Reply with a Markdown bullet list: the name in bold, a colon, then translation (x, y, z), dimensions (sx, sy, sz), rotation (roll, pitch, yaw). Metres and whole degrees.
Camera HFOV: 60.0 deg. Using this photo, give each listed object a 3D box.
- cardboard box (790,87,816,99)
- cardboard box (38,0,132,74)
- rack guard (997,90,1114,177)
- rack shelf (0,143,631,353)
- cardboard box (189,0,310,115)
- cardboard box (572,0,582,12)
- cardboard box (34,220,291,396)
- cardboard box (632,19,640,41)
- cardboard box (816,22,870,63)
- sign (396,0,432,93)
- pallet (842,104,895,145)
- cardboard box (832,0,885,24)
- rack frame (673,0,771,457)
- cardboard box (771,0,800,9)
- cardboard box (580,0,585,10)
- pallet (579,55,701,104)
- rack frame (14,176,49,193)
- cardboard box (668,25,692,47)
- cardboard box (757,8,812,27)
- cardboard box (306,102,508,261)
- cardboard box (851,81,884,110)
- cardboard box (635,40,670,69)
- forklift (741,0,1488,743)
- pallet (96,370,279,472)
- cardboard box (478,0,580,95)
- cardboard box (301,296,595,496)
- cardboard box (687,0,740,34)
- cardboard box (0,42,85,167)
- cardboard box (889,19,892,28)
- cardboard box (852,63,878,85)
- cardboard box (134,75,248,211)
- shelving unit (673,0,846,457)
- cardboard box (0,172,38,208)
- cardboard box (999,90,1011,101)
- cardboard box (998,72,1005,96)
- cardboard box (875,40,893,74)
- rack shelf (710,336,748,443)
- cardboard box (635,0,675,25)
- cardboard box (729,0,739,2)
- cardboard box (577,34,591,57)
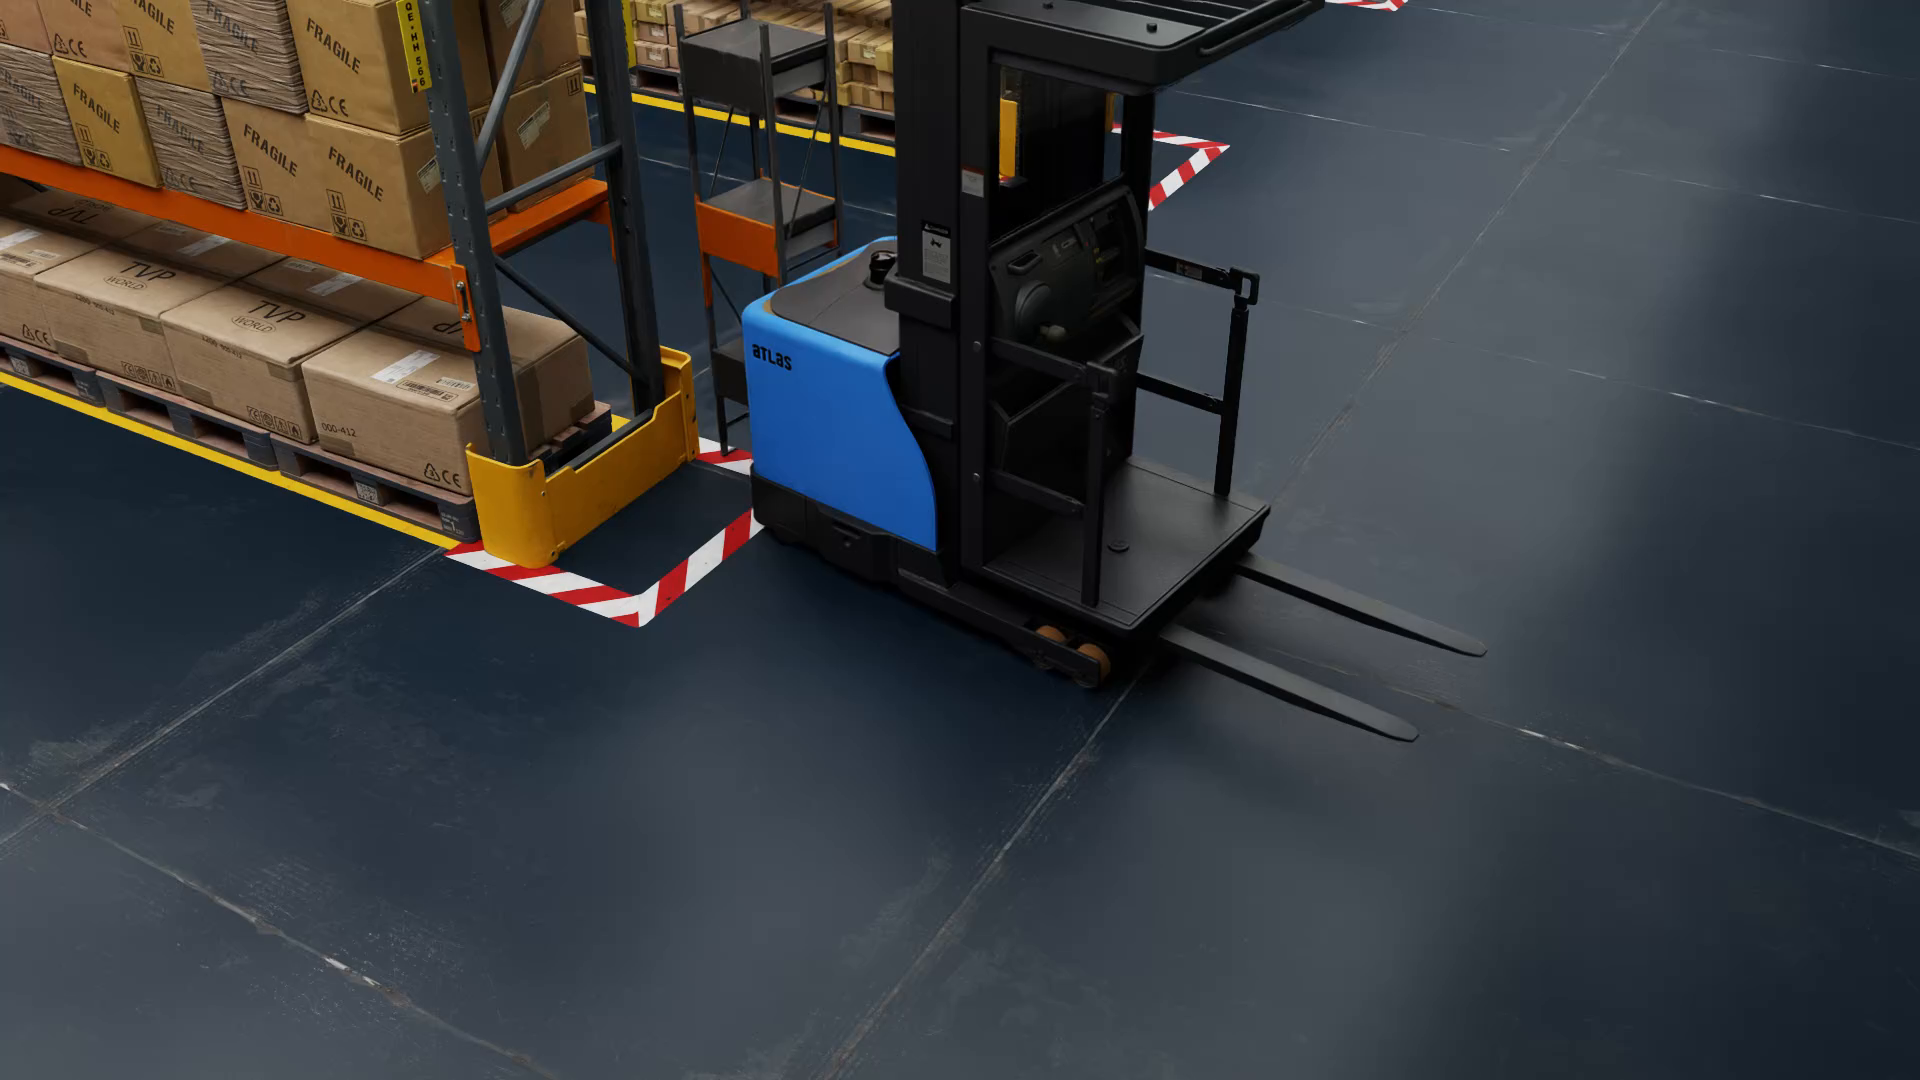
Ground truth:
- **cardboard box**: translation (-1.018, -3.211, 11.559), dimensions (0.250, 0.149, 0.380), rotation (18, 38, 25)
- **cardboard box**: translation (-3.534, -2.328, 7.048), dimensions (0.500, 0.500, 0.500), rotation (17, 37, 24)
- **rack guard**: translation (0.637, -2.836, 11.058), dimensions (0.348, 0.500, 1.175), rotation (18, 37, 24)
- **rack shelf**: translation (-3.402, -1.697, 7.741), dimensions (4.000, 0.370, 1.077), rotation (18, 37, 24)
- **cardboard box**: translation (-2.670, -2.051, 6.632), dimensions (0.500, 0.500, 0.500), rotation (18, 38, 25)
- **cardboard box**: translation (-3.280, -4.421, 13.059), dimensions (0.500, 0.500, 0.500), rotation (19, 38, 26)
- **cardboard box**: translation (-3.869, -1.184, 8.255), dimensions (0.875, 0.438, 0.875), rotation (16, 37, 23)
- **cardboard box**: translation (-2.350, -3.788, 12.157), dimensions (0.250, 0.149, 0.380), rotation (18, 38, 25)
- **cardboard box**: translation (-0.814, -3.371, 11.262), dimensions (0.250, 0.149, 0.380), rotation (19, 38, 26)
- **sign**: translation (-1.947, -1.769, 5.942), dimensions (0.005, 0.325, 0.100), rotation (18, 37, 24)
- **pallet**: translation (-0.051, -2.957, 11.500), dimensions (1.213, 0.211, 1.003), rotation (18, 37, 24)
- **cardboard box**: translation (-0.736, -3.752, 11.834), dimensions (0.250, 0.149, 0.380), rotation (18, 38, 25)
- **rack frame**: translation (-1.011, -1.361, 7.399), dimensions (0.015, 2.100, 0.400), rotation (23, 40, 32)
- **cardboard box**: translation (-1.163, -3.896, 12.051), dimensions (0.250, 0.149, 0.380), rotation (16, 37, 23)
- **cardboard box**: translation (-2.573, -3.997, 12.203), dimensions (0.250, 0.149, 0.380), rotation (19, 38, 26)
- **pallet**: translation (-2.169, -3.628, 12.507), dimensions (1.213, 0.211, 1.003), rotation (18, 37, 24)
- **rack frame**: translation (-5.138, -2.546, 8.367), dimensions (0.127, 3.000, 1.000), rotation (18, 37, 24)
- **cardboard box**: translation (-1.887, -3.663, 11.969), dimensions (0.250, 0.149, 0.380), rotation (16, 37, 22)
- **cardboard box**: translation (-1.229, -3.555, 11.539), dimensions (0.250, 0.149, 0.380), rotation (18, 38, 25)
- **cardboard box**: translation (-2.215, -1.493, 6.696), dimensions (0.500, 0.500, 0.500), rotation (18, 38, 25)
- **cardboard box**: translation (-0.538, -3.086, 11.372), dimensions (0.250, 0.149, 0.380), rotation (18, 38, 25)
- **cardboard box**: translation (-2.140, -3.573, 12.102), dimensions (0.250, 0.149, 0.380), rotation (17, 37, 24)
- **forklift**: translation (0.575, -0.987, 6.087), dimensions (3.031, 2.935, 1.130), rotation (23, 40, 30)
- **pallet**: translation (-3.453, -0.804, 8.267), dimensions (1.213, 0.211, 1.003), rotation (18, 37, 24)
- **cardboard box**: translation (-1.941, -2.173, 6.815), dimensions (0.500, 0.500, 0.500), rotation (17, 37, 23)
- **cardboard box**: translation (-2.288, -0.688, 7.509), dimensions (0.875, 0.438, 0.875), rotation (16, 37, 23)
- **cardboard box**: translation (-1.701, -3.677, 11.722), dimensions (0.250, 0.149, 0.380), rotation (18, 38, 25)
- **cardboard box**: translation (-3.997, -2.052, 7.536), dimensions (0.500, 0.500, 0.500), rotation (18, 38, 25)
- **cardboard box**: translation (-0.294, -3.577, 11.571), dimensions (0.250, 0.149, 0.380), rotation (16, 37, 22)
- **cardboard box**: translation (-0.531, -3.241, 11.336), dimensions (0.250, 0.149, 0.380), rotation (17, 37, 24)
- **cardboard box**: translation (-3.095, -1.775, 7.119), dimensions (0.500, 0.500, 0.500), rotation (19, 38, 26)
- **shelving unit**: translation (-0.821, -1.279, 7.268), dimensions (0.503, 2.100, 0.431), rotation (23, 40, 32)
- **cardboard box**: translation (-5.716, -1.969, 9.038), dimensions (0.875, 0.875, 0.875), rotation (19, 38, 26)
- **cardboard box**: translation (0.143, -2.889, 11.075), dimensions (0.250, 0.149, 0.380), rotation (18, 38, 25)
- **cardboard box**: translation (0.103, -2.976, 10.937), dimensions (0.250, 0.149, 0.380), rotation (17, 37, 23)
- **cardboard box**: translation (-0.360, -3.222, 11.039), dimensions (0.250, 0.149, 0.380), rotation (17, 37, 23)
- **rack shelf**: translation (-0.811, -0.681, 7.657), dimensions (0.480, 0.518, 0.431), rotation (23, 40, 32)
- **cardboard box**: translation (-2.120, -3.847, 11.978), dimensions (0.250, 0.149, 0.380), rotation (17, 37, 24)
- **cardboard box**: translation (-1.684, -3.994, 12.198), dimensions (0.250, 0.149, 0.380), rotation (19, 38, 26)
- **cardboard box**: translation (-2.613, -3.689, 12.277), dimensions (0.250, 0.149, 0.380), rotation (16, 37, 22)
